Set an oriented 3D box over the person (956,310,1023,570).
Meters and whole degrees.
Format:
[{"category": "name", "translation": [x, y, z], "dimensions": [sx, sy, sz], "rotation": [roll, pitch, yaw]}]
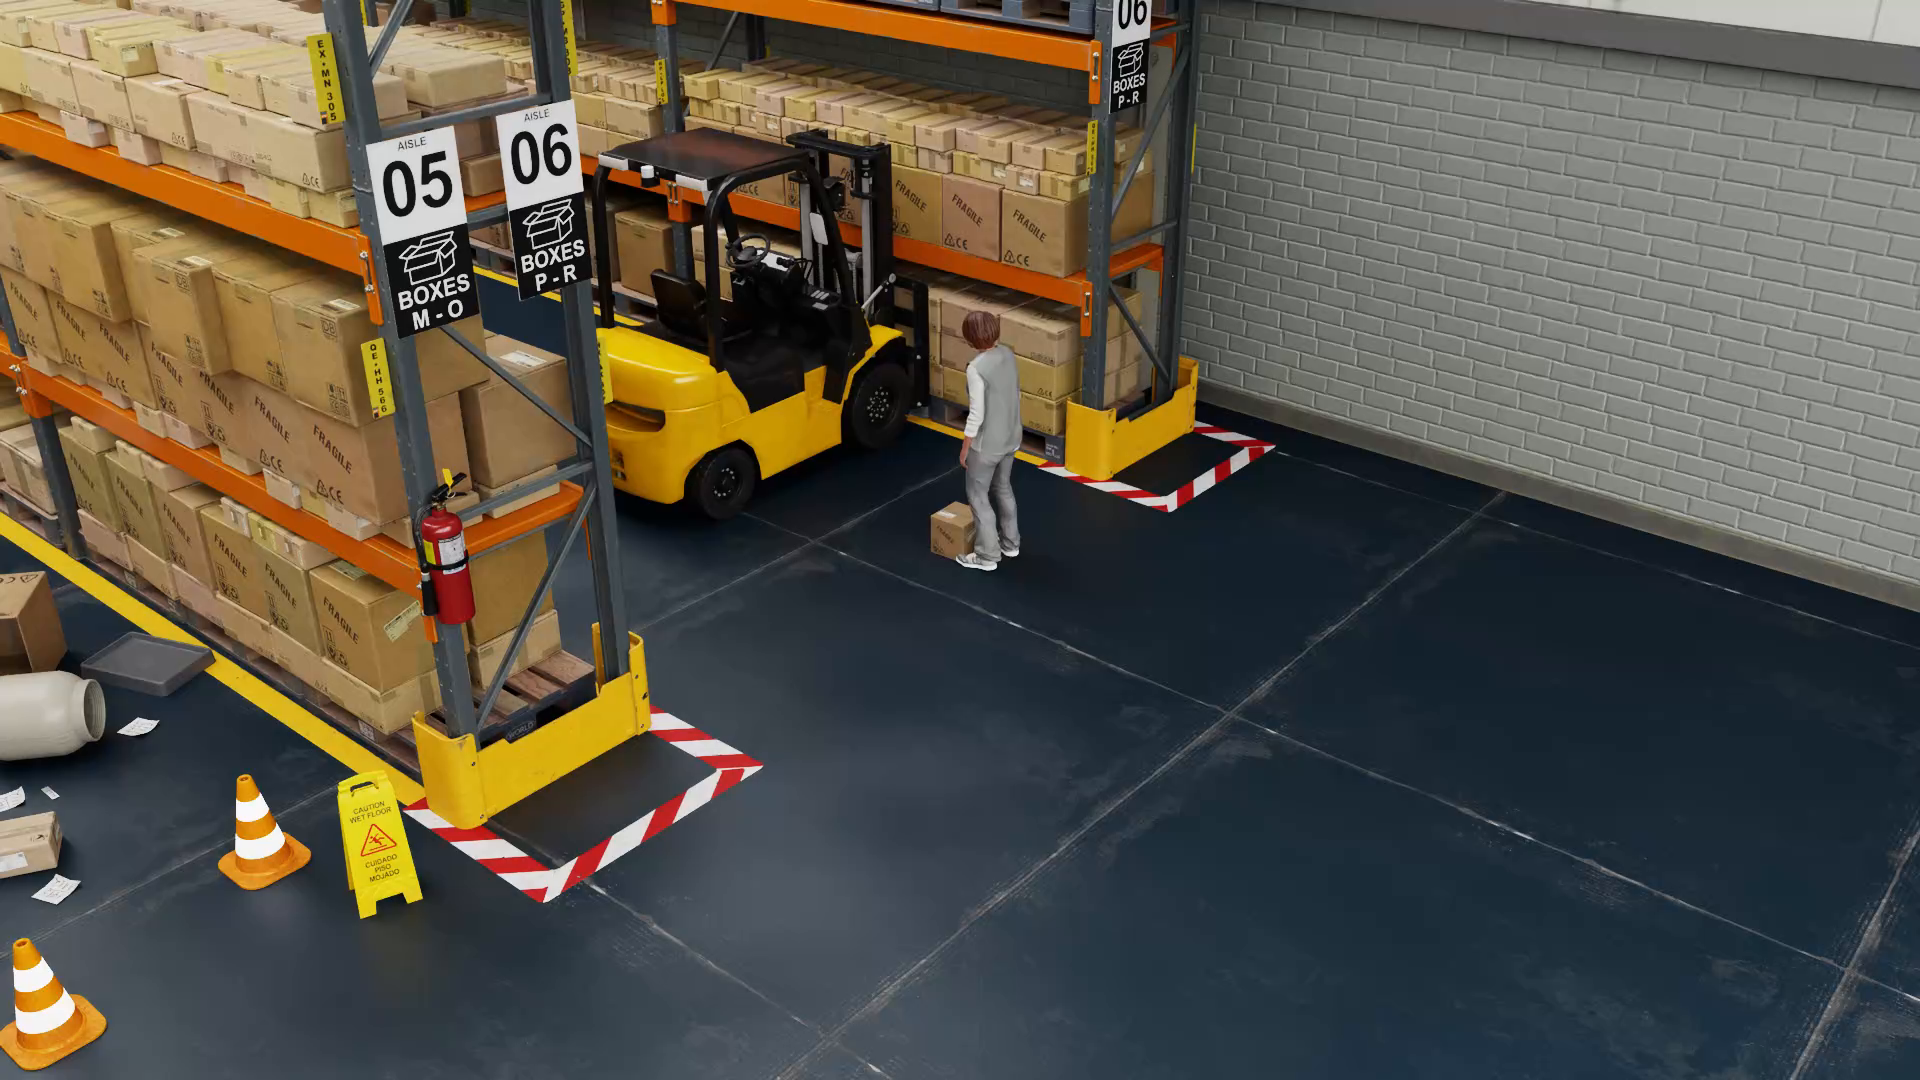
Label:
[{"category": "person", "translation": [0.180, -0.575, 9.725], "dimensions": [0.344, 1.593, 0.480], "rotation": [20, 34, 33]}]
